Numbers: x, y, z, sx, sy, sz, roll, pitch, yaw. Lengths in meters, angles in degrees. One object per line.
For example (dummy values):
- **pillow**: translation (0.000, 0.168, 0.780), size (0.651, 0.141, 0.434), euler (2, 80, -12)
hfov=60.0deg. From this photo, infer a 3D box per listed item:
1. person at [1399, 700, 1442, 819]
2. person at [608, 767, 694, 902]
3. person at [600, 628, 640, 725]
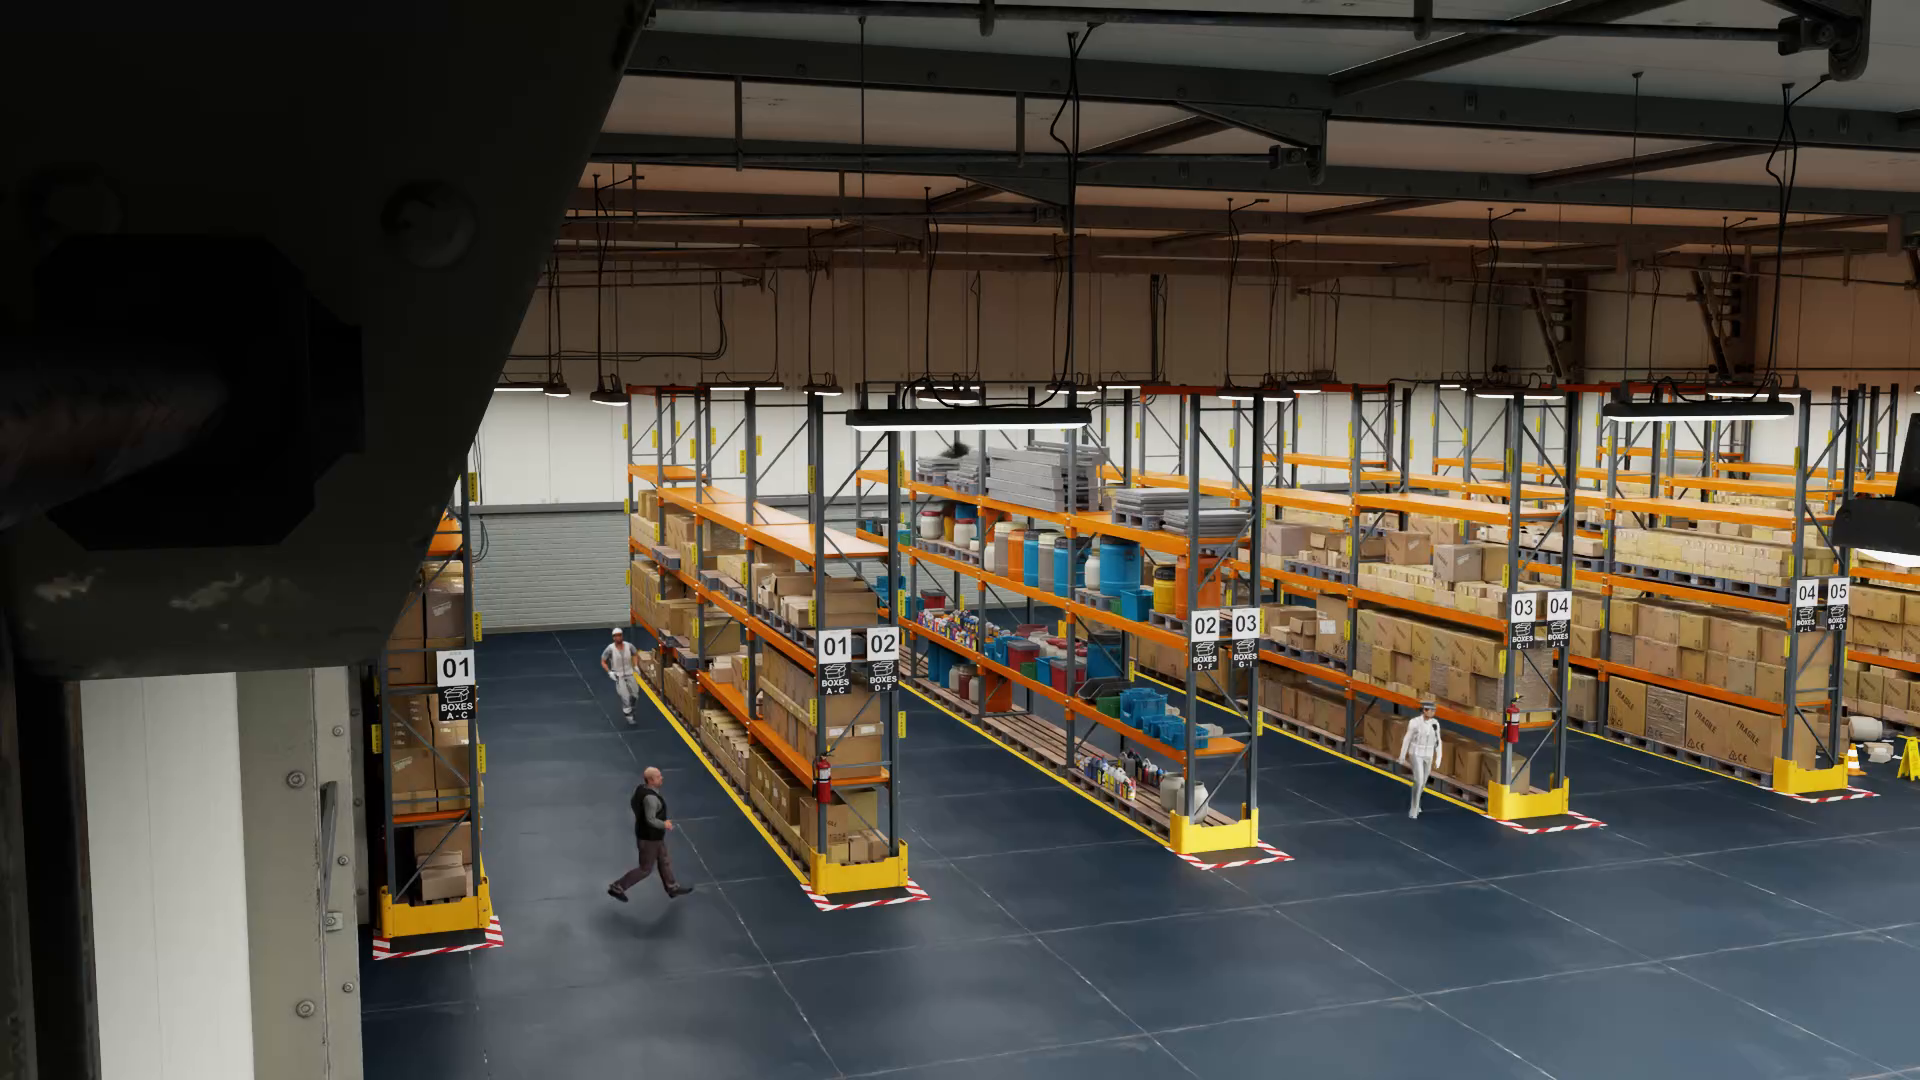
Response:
- **person**: translation (6.534, 3.087, 23.543), size (0.556, 1.677, 0.543), euler (-1, 6, -11)
- **person**: translation (-3.610, 3.459, 19.444), size (1.023, 1.666, 0.699), euler (-2, 6, -17)
- **person**: translation (-6.051, 2.417, 29.618), size (0.709, 1.741, 0.582), euler (-2, 6, -22)
